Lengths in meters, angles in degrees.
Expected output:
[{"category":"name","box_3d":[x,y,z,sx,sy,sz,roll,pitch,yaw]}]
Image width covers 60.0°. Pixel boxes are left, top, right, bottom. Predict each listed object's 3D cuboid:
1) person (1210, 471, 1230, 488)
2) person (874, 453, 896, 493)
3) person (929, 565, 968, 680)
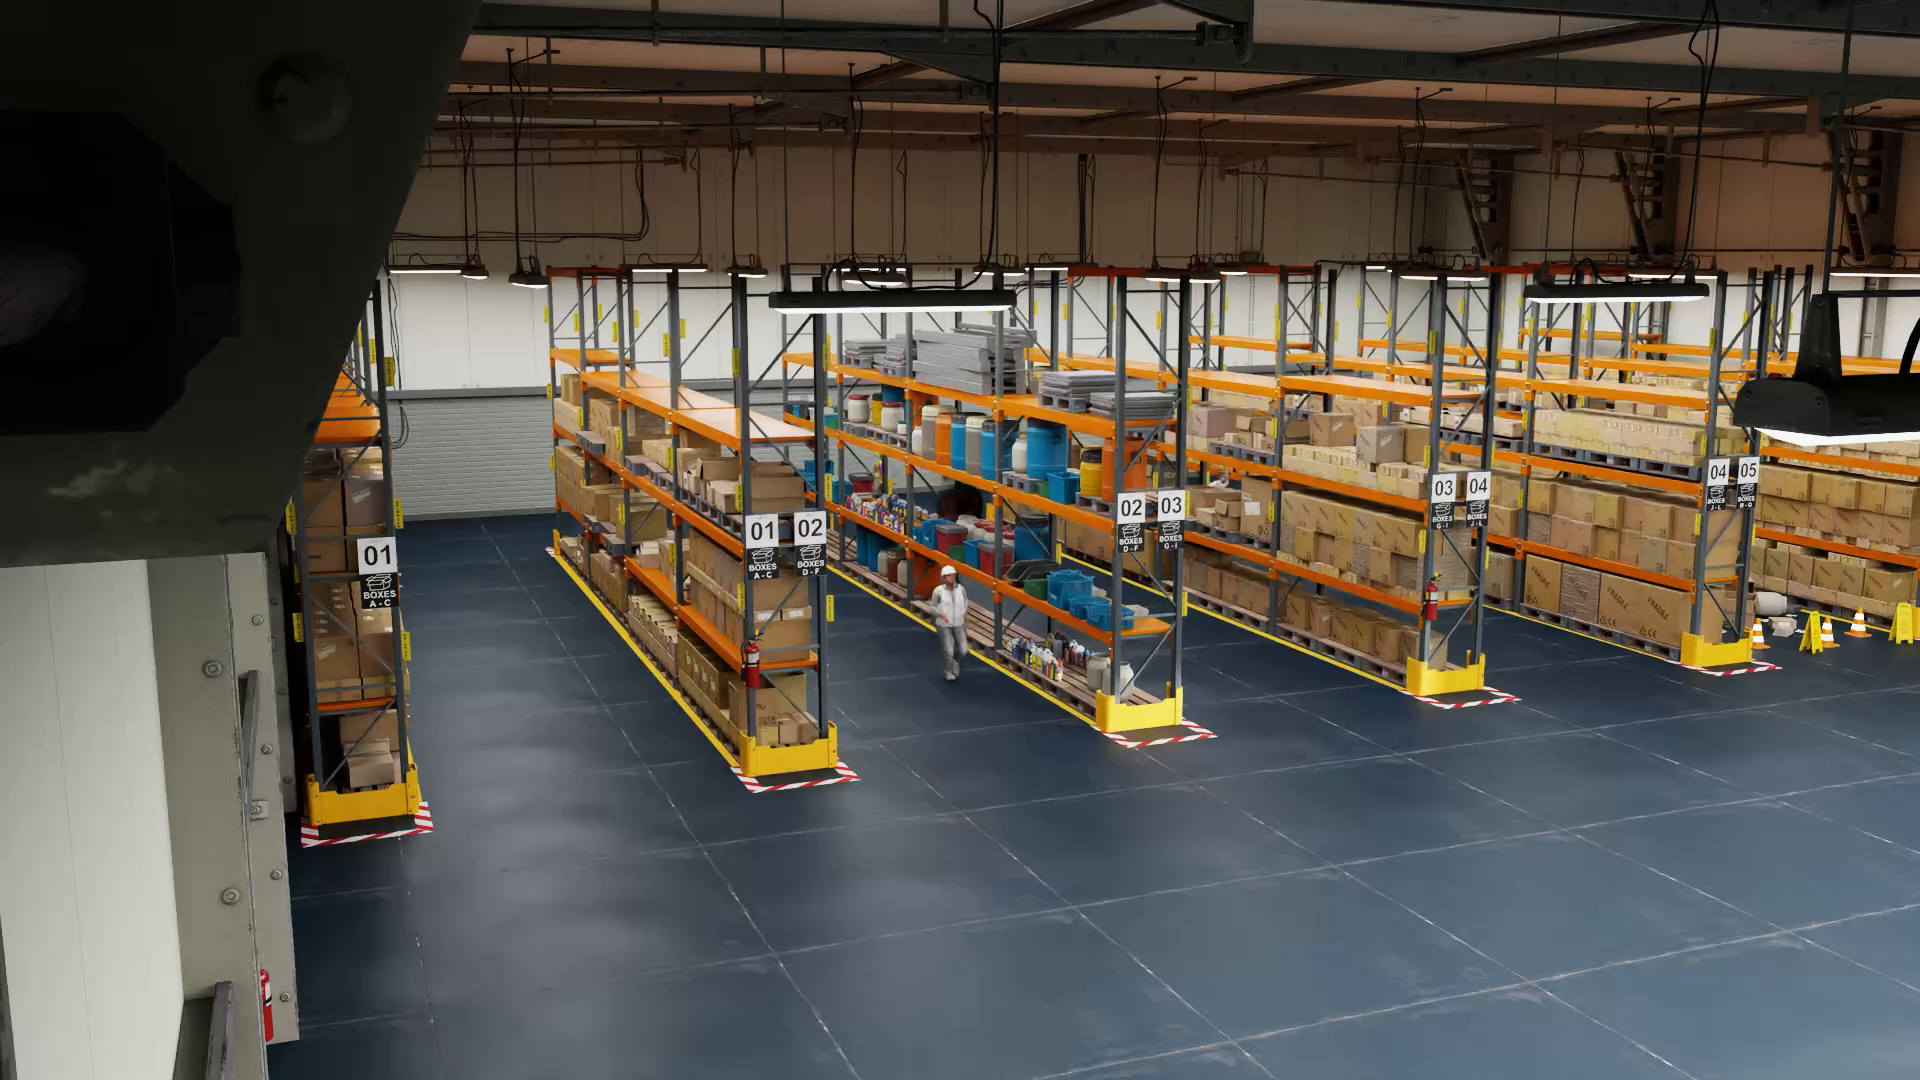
[{"category":"person","box_3d":[5.593,-0.761,36.563,0.656,1.626,0.964,-5,11,-28]},{"category":"person","box_3d":[-1.836,-1.300,39.124,0.614,1.724,0.753,-2,10,-11]},{"category":"person","box_3d":[-0.116,1.236,24.522,0.635,1.726,0.564,-3,10,-19]}]
